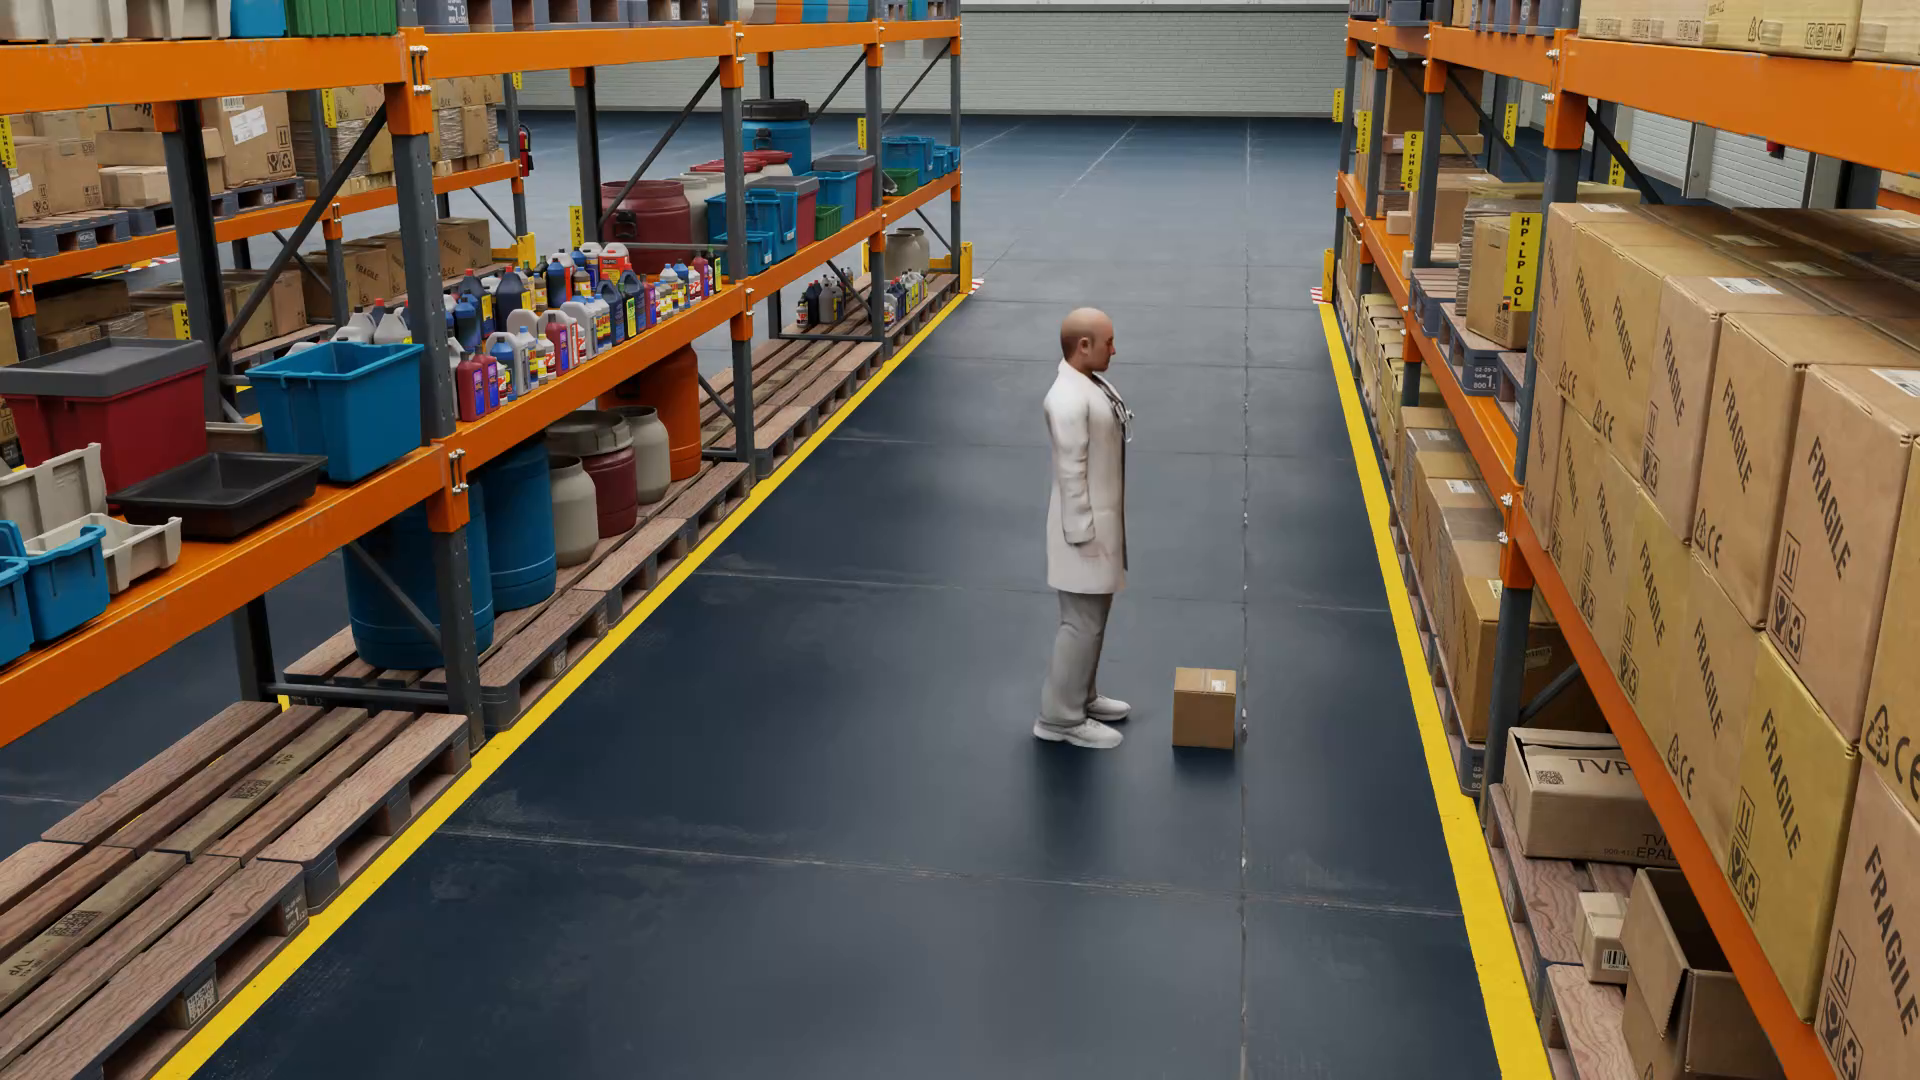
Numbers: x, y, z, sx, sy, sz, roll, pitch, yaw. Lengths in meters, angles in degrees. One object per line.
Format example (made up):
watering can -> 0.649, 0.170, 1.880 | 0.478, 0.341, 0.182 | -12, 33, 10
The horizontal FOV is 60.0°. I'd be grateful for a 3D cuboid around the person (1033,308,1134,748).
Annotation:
person -> 0.520, -0.056, 6.775 | 0.383, 1.783, 0.562 | 3, 18, 10
